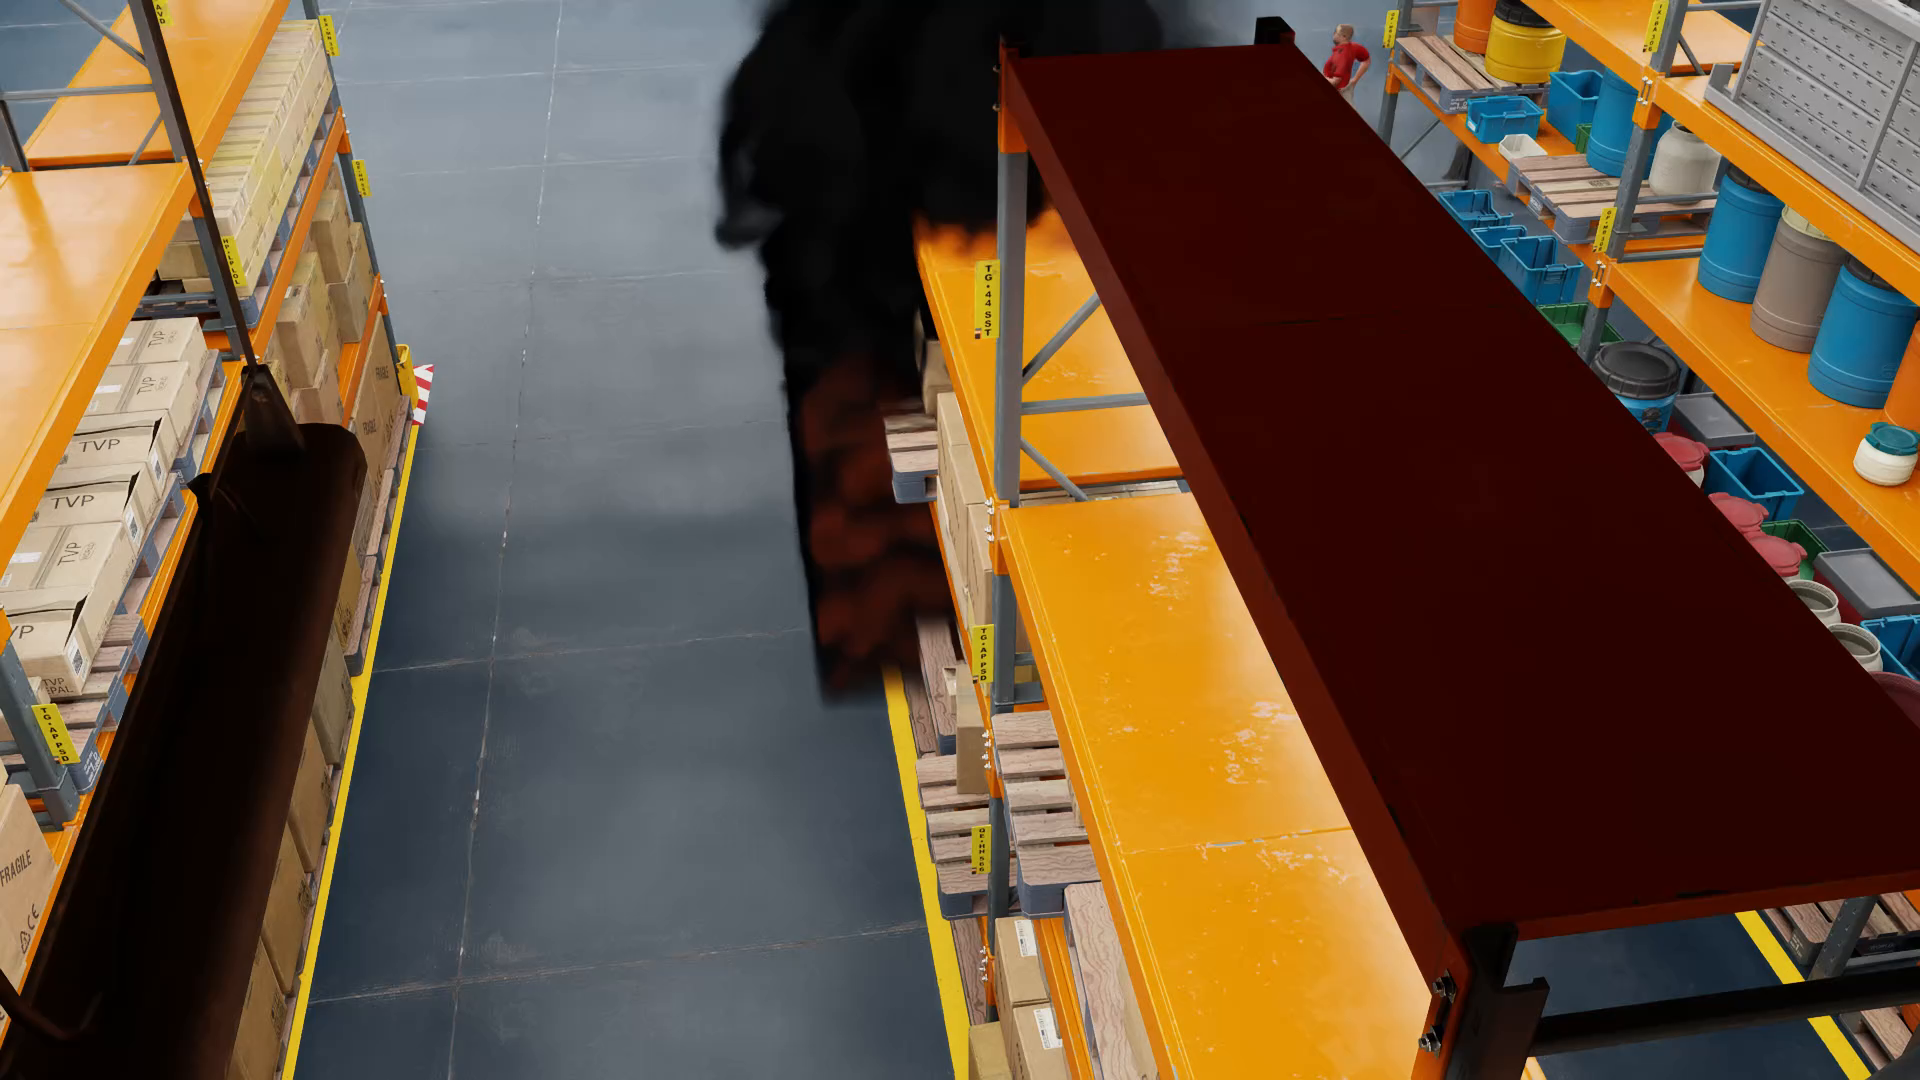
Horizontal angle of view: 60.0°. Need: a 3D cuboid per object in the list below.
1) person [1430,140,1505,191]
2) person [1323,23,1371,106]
[{"bbox_3d":[5.806,-4.600,18.334,0.935,1.647,0.583,13,38,17],"label":"person"},{"bbox_3d":[4.268,-4.913,18.712,0.816,1.787,0.645,12,38,15],"label":"person"}]
